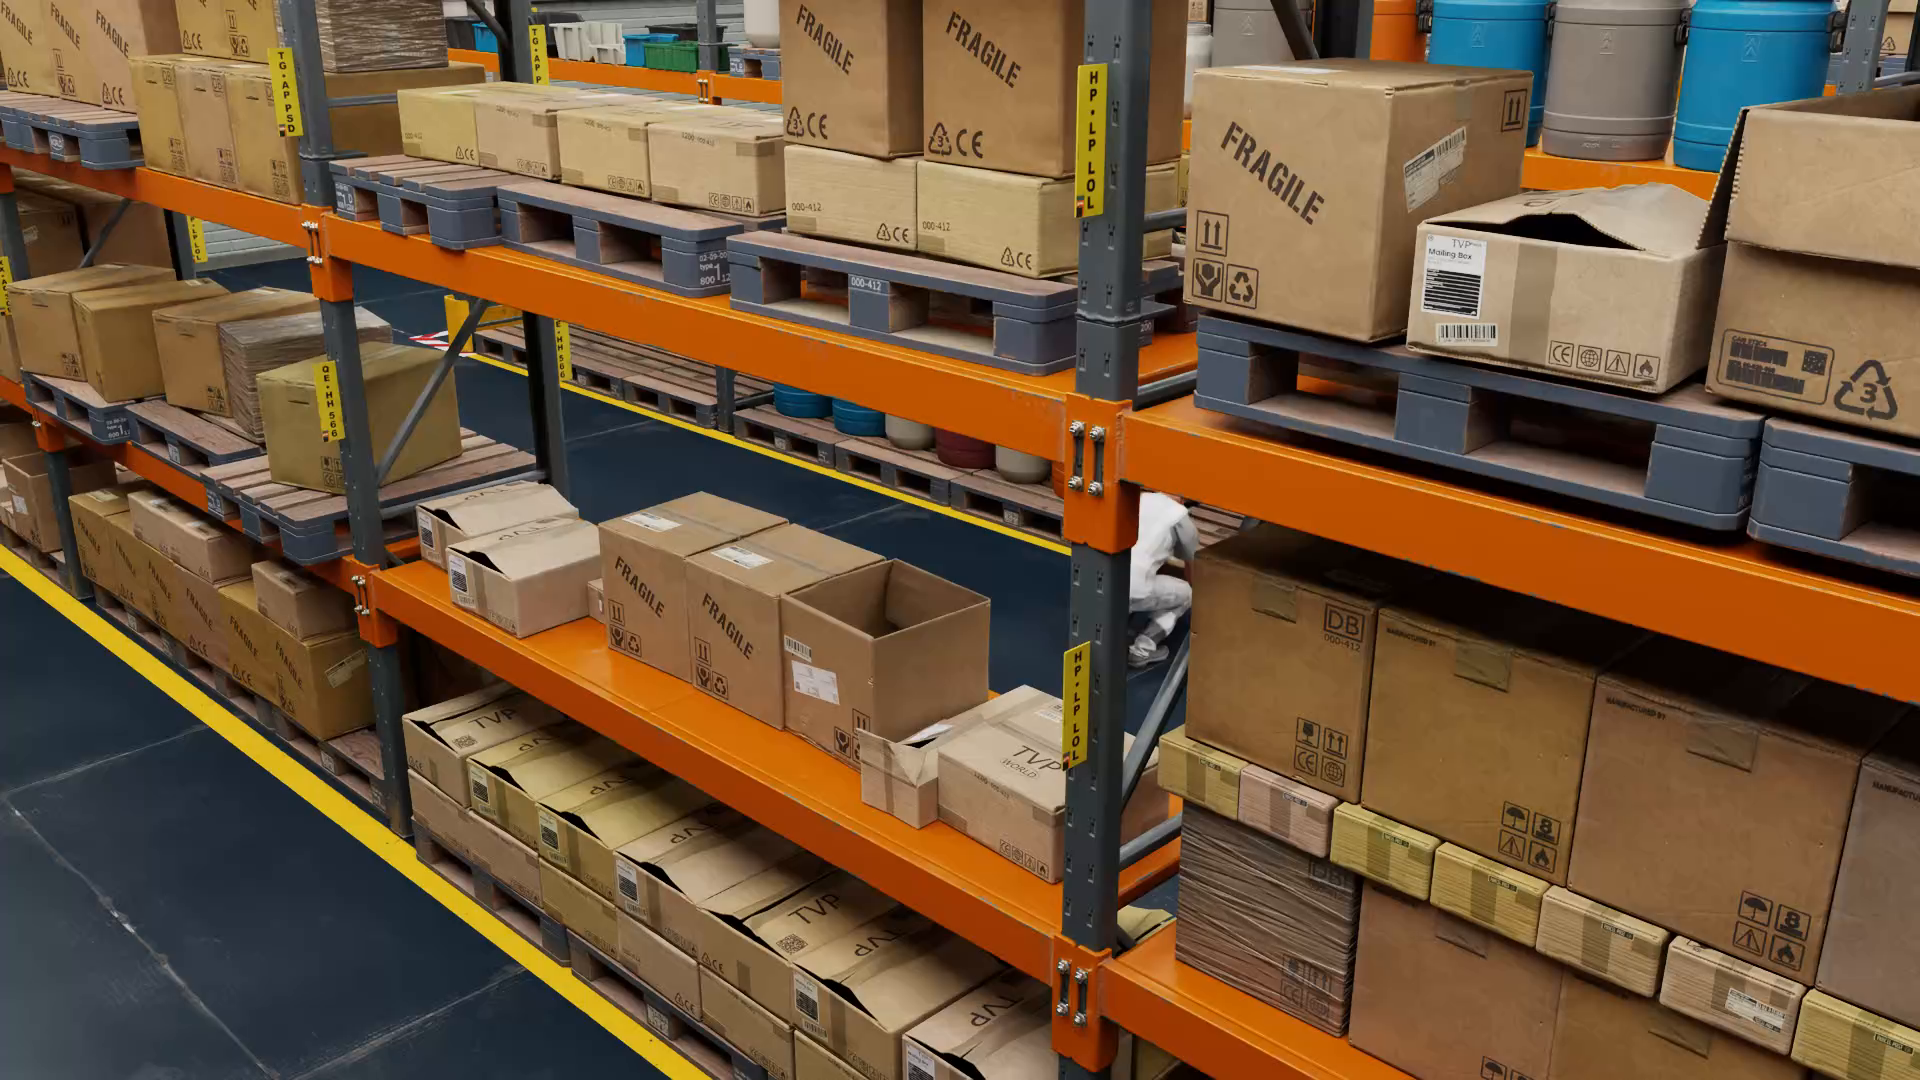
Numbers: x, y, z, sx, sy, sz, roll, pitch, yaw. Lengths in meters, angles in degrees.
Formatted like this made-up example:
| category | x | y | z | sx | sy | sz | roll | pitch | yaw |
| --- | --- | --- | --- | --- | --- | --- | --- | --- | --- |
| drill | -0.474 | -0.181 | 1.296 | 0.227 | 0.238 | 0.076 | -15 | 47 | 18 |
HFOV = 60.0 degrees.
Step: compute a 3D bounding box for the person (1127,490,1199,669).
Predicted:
| category | x | y | z | sx | sy | sz | roll | pitch | yaw |
| --- | --- | --- | --- | --- | --- | --- | --- | --- | --- |
| person | 1.044 | 0.147 | 9.297 | 0.542 | 0.997 | 0.896 | 18 | 27 | 40 |
